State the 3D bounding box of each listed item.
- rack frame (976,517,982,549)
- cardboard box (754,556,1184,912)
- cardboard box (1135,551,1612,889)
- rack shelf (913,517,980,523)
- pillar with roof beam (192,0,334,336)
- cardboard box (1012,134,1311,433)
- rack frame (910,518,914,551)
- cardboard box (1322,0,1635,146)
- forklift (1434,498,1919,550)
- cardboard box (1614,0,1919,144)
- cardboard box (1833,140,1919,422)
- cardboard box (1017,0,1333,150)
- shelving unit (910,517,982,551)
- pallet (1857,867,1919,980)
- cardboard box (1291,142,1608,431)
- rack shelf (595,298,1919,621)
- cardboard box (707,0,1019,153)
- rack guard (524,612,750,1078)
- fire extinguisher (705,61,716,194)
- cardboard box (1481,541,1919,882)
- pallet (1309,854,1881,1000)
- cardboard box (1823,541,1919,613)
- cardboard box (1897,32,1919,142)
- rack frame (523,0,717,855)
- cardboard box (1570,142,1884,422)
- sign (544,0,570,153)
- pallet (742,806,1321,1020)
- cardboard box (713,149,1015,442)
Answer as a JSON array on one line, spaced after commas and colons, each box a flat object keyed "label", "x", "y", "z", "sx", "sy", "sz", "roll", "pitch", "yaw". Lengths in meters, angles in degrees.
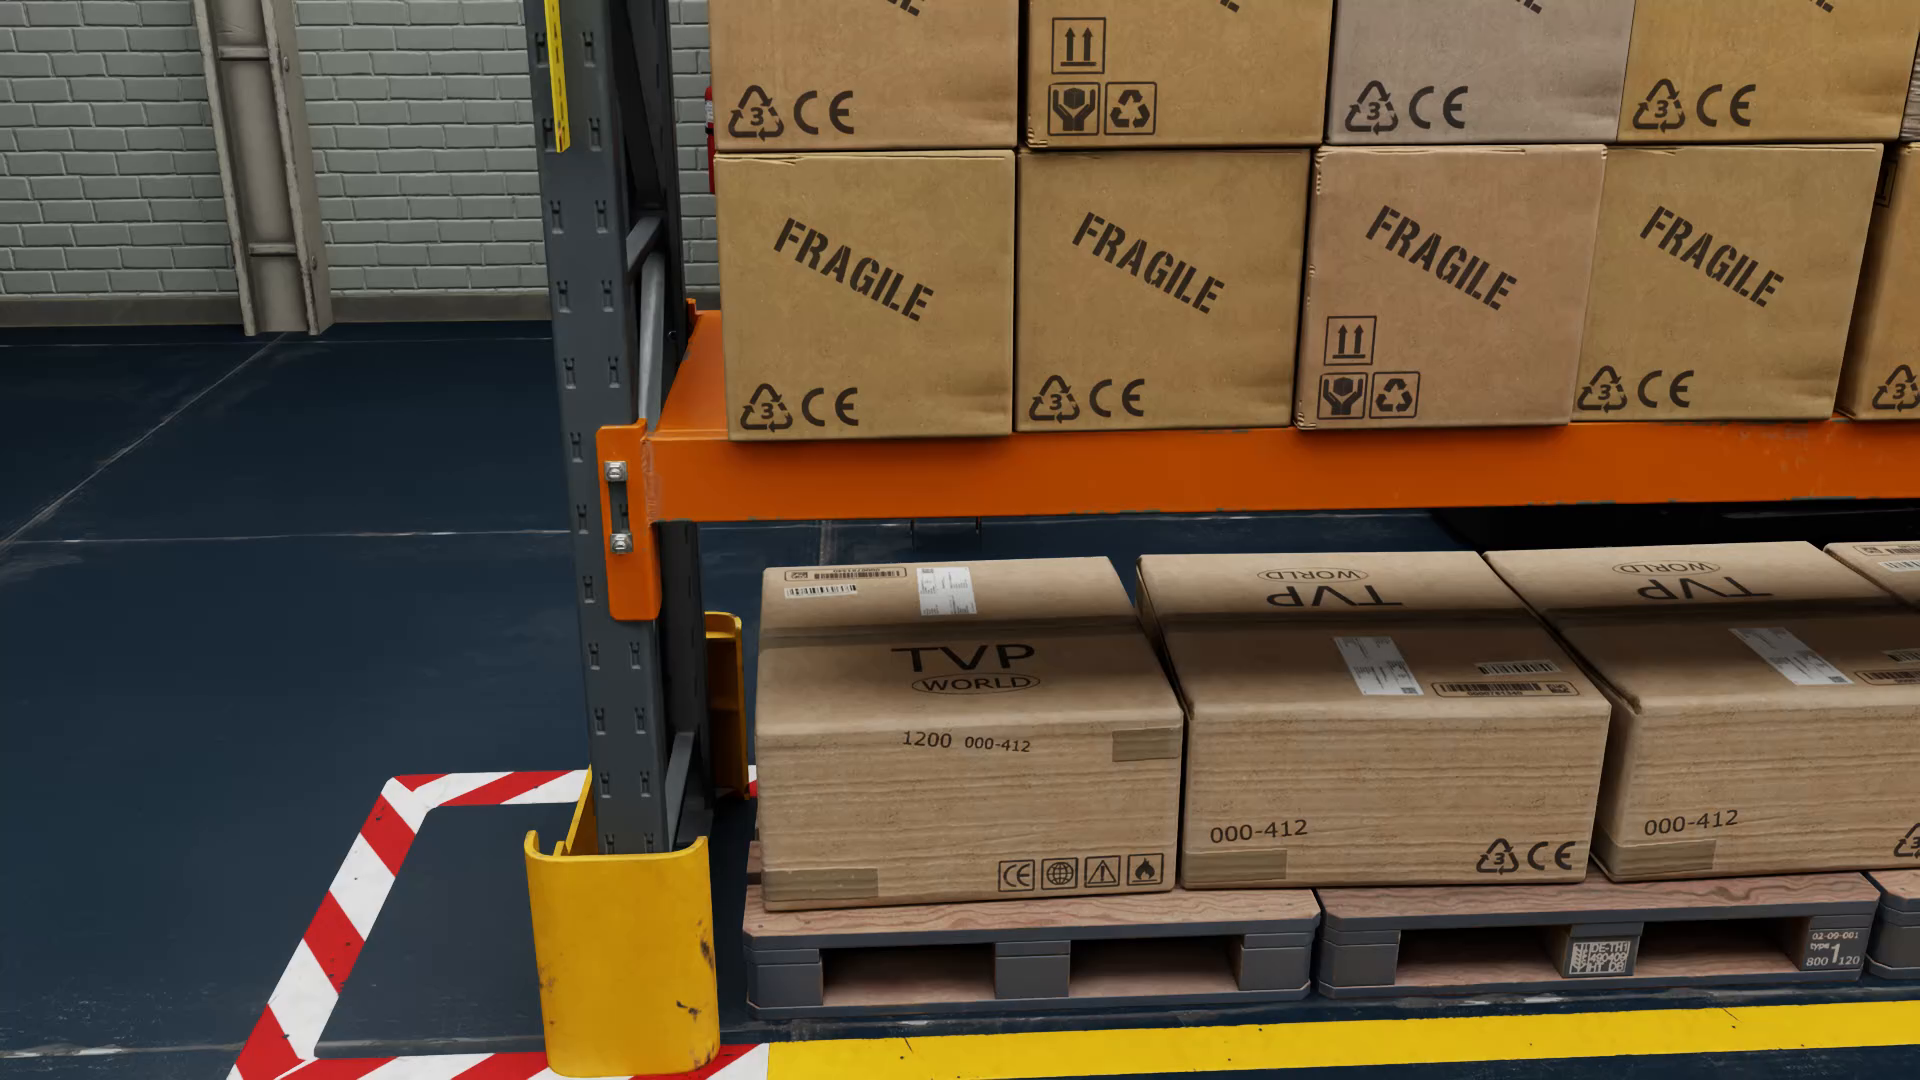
[{"label": "rack frame", "x": 0.068, "y": -0.492, "z": 5.938, "sx": 0.008, "sy": 1.050, "sz": 0.200, "roll": -1, "pitch": 21, "yaw": -3}, {"label": "cardboard box", "x": -0.016, "y": 0.410, "z": 3.839, "sx": 0.875, "sy": 0.438, "sz": 0.875, "roll": -2, "pitch": 21, "yaw": -5}, {"label": "cardboard box", "x": 0.897, "y": 0.389, "z": 3.895, "sx": 0.875, "sy": 0.438, "sz": 0.875, "roll": -1, "pitch": 21, "yaw": -2}, {"label": "rack shelf", "x": -0.053, "y": -0.220, "z": 6.034, "sx": 0.240, "sy": 0.259, "sz": 0.215, "roll": -1, "pitch": 21, "yaw": -3}, {"label": "pillar with roof beam", "x": -3.454, "y": -3.845, "z": 3.573, "sx": 0.400, "sy": 9.000, "sz": 9.100, "roll": -1, "pitch": 21, "yaw": -3}, {"label": "cardboard box", "x": 0.330, "y": -0.517, "z": 3.122, "sx": 0.500, "sy": 0.500, "sz": 0.500, "roll": -1, "pitch": 21, "yaw": -4}, {"label": "rack frame", "x": -0.175, "y": -0.487, "z": 5.925, "sx": 0.008, "sy": 1.050, "sz": 0.200, "roll": -1, "pitch": 21, "yaw": -3}, {"label": "cardboard box", "x": 0.855, "y": -0.991, "z": 2.962, "sx": 0.500, "sy": 0.500, "sz": 0.500, "roll": -1, "pitch": 21, "yaw": -3}, {"label": "forklift", "x": 3.264, "y": -1.520, "z": 5.994, "sx": 3.031, "sy": 2.935, "sz": 1.130, "roll": -3, "pitch": 21, "yaw": -7}, {"label": "cardboard box", "x": 1.353, "y": -1.001, "z": 2.989, "sx": 0.500, "sy": 0.500, "sz": 0.500, "roll": -1, "pitch": 21, "yaw": -3}, {"label": "cardboard box", "x": 1.862, "y": -0.542, "z": 3.188, "sx": 0.500, "sy": 0.500, "sz": 0.500, "roll": -1, "pitch": 21, "yaw": -4}, {"label": "cardboard box", "x": 0.342, "y": -0.978, "z": 2.927, "sx": 0.500, "sy": 0.500, "sz": 0.500, "roll": -2, "pitch": 21, "yaw": -5}, {"label": "shelving unit", "x": -0.053, "y": -0.490, "z": 5.931, "sx": 0.252, "sy": 1.050, "sz": 0.215, "roll": -1, "pitch": 21, "yaw": -3}, {"label": "pallet", "x": 2.561, "y": 0.668, "z": 4.071, "sx": 1.213, "sy": 0.211, "sz": 1.003, "roll": -1, "pitch": 21, "yaw": -3}, {"label": "cardboard box", "x": 0.839, "y": -0.521, "z": 3.132, "sx": 0.500, "sy": 0.500, "sz": 0.500, "roll": -1, "pitch": 21, "yaw": -3}, {"label": "rack shelf", "x": 1.328, "y": -0.247, "z": 3.564, "sx": 4.000, "sy": 0.370, "sz": 1.077, "roll": -1, "pitch": 21, "yaw": -3}, {"label": "cardboard box", "x": -0.174, "y": -0.965, "z": 2.893, "sx": 0.500, "sy": 0.500, "sz": 0.500, "roll": -2, "pitch": 21, "yaw": -4}, {"label": "rack guard", "x": -0.693, "y": 0.627, "z": 3.773, "sx": 0.348, "sy": 0.500, "sz": 1.175, "roll": -1, "pitch": 21, "yaw": -3}, {"label": "fire extinguisher", "x": -1.077, "y": -1.928, "z": 7.601, "sx": 0.183, "sy": 0.674, "sz": 0.296, "roll": -1, "pitch": 21, "yaw": -3}, {"label": "cardboard box", "x": 1.798, "y": 0.371, "z": 3.942, "sx": 0.875, "sy": 0.438, "sz": 0.875, "roll": -2, "pitch": 21, "yaw": -5}, {"label": "pallet", "x": 1.340, "y": 0.693, "z": 4.003, "sx": 1.213, "sy": 0.211, "sz": 1.003, "roll": -1, "pitch": 21, "yaw": -3}, {"label": "cardboard box", "x": 2.692, "y": 0.352, "z": 3.990, "sx": 0.875, "sy": 0.438, "sz": 0.875, "roll": -1, "pitch": 21, "yaw": -4}, {"label": "cardboard box", "x": 1.854, "y": -1.009, "z": 3.009, "sx": 0.500, "sy": 0.500, "sz": 0.500, "roll": -1, "pitch": 21, "yaw": -2}, {"label": "rack frame", "x": -0.669, "y": -0.542, "z": 3.329, "sx": 0.127, "sy": 3.000, "sz": 1.000, "roll": -1, "pitch": 21, "yaw": -3}, {"label": "cardboard box", "x": 1.338, "y": -0.537, "z": 3.175, "sx": 0.500, "sy": 0.500, "sz": 0.500, "roll": 0, "pitch": 21, "yaw": -1}, {"label": "sign", "x": -0.643, "y": -0.786, "z": 2.643, "sx": 0.005, "sy": 0.325, "sz": 0.100, "roll": -1, "pitch": 21, "yaw": -3}, {"label": "pallet", "x": 0.125, "y": 0.717, "z": 3.941, "sx": 1.213, "sy": 0.211, "sz": 1.003, "roll": -1, "pitch": 21, "yaw": -3}, {"label": "cardboard box", "x": -0.173, "y": -0.497, "z": 3.069, "sx": 0.500, "sy": 0.500, "sz": 0.500, "roll": -1, "pitch": 21, "yaw": -3}]
